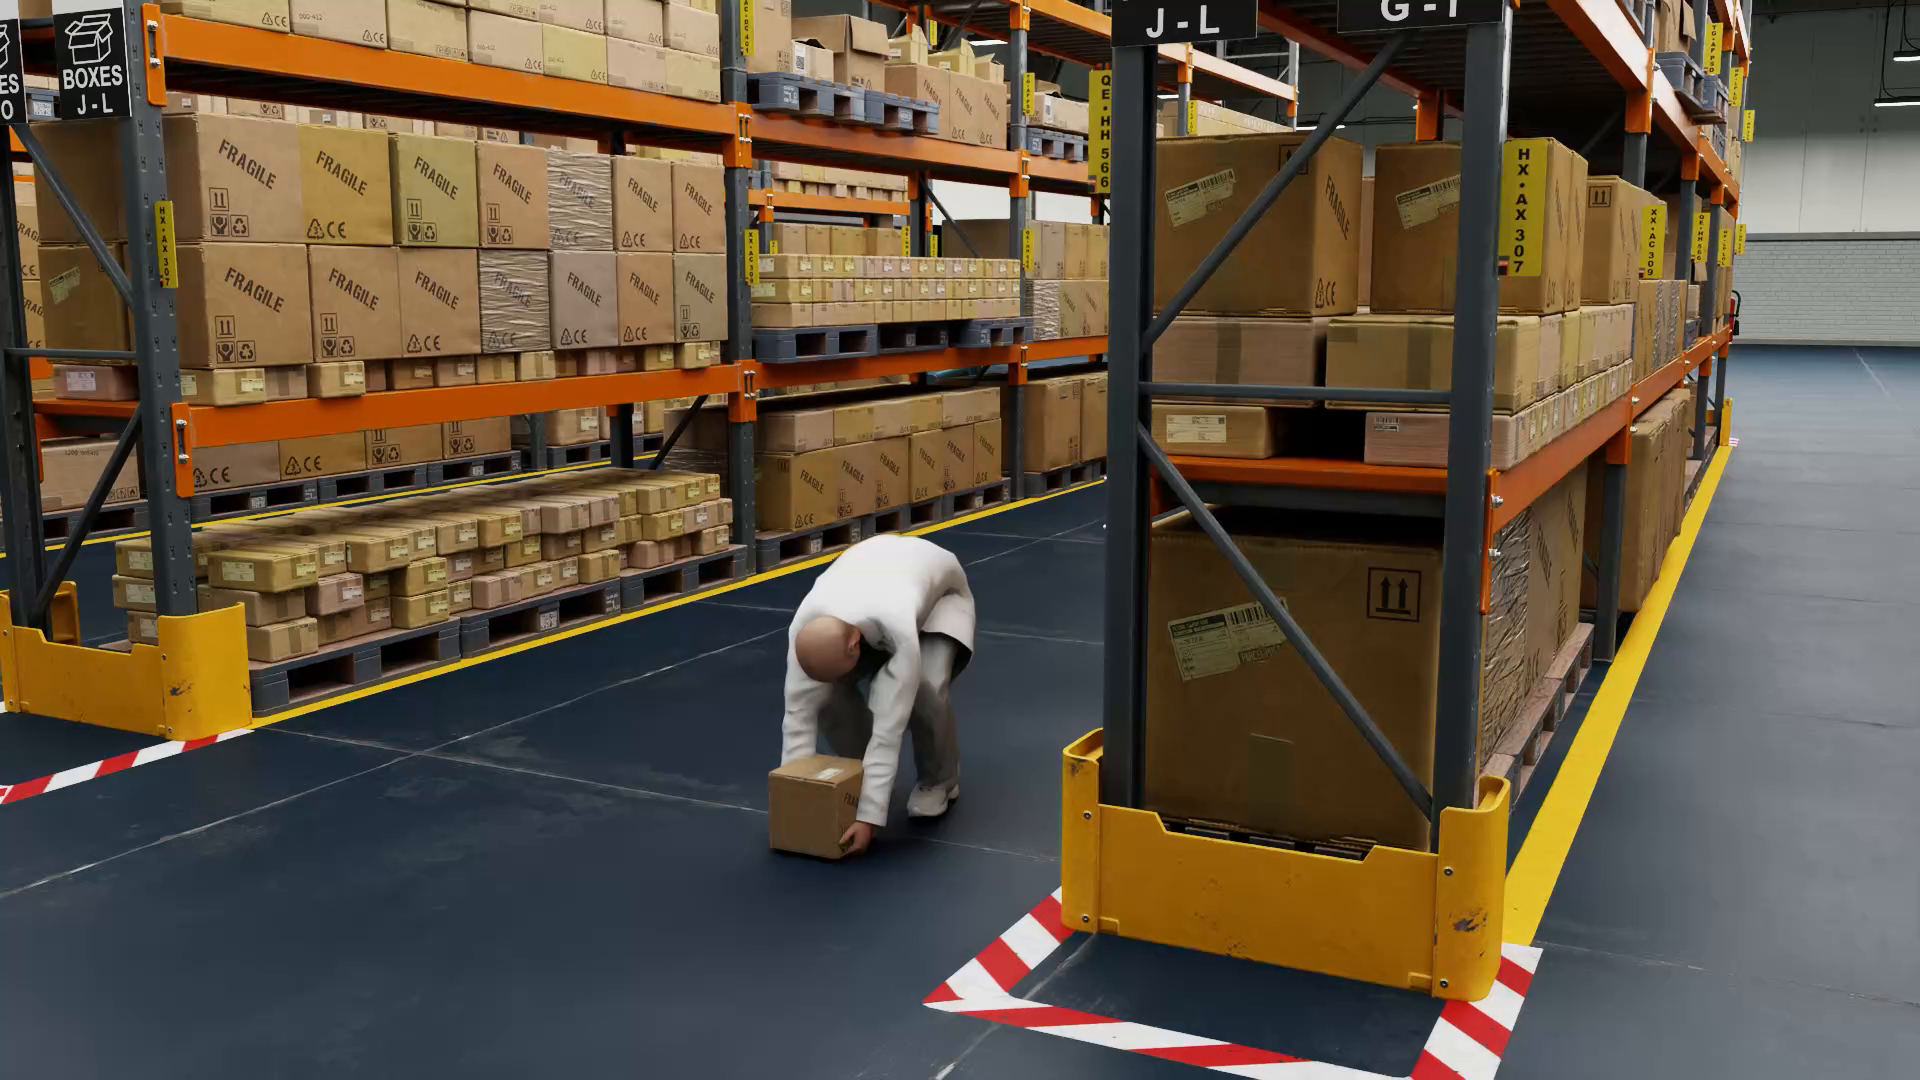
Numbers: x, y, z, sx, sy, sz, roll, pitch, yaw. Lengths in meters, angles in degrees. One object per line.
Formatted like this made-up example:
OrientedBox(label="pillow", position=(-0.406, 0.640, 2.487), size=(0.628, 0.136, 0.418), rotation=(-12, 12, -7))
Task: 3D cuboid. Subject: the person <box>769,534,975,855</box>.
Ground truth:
OrientedBox(label="person", position=(-0.278, 0.479, 5.575), size=(0.591, 0.943, 0.947), rotation=(4, 10, 22))
